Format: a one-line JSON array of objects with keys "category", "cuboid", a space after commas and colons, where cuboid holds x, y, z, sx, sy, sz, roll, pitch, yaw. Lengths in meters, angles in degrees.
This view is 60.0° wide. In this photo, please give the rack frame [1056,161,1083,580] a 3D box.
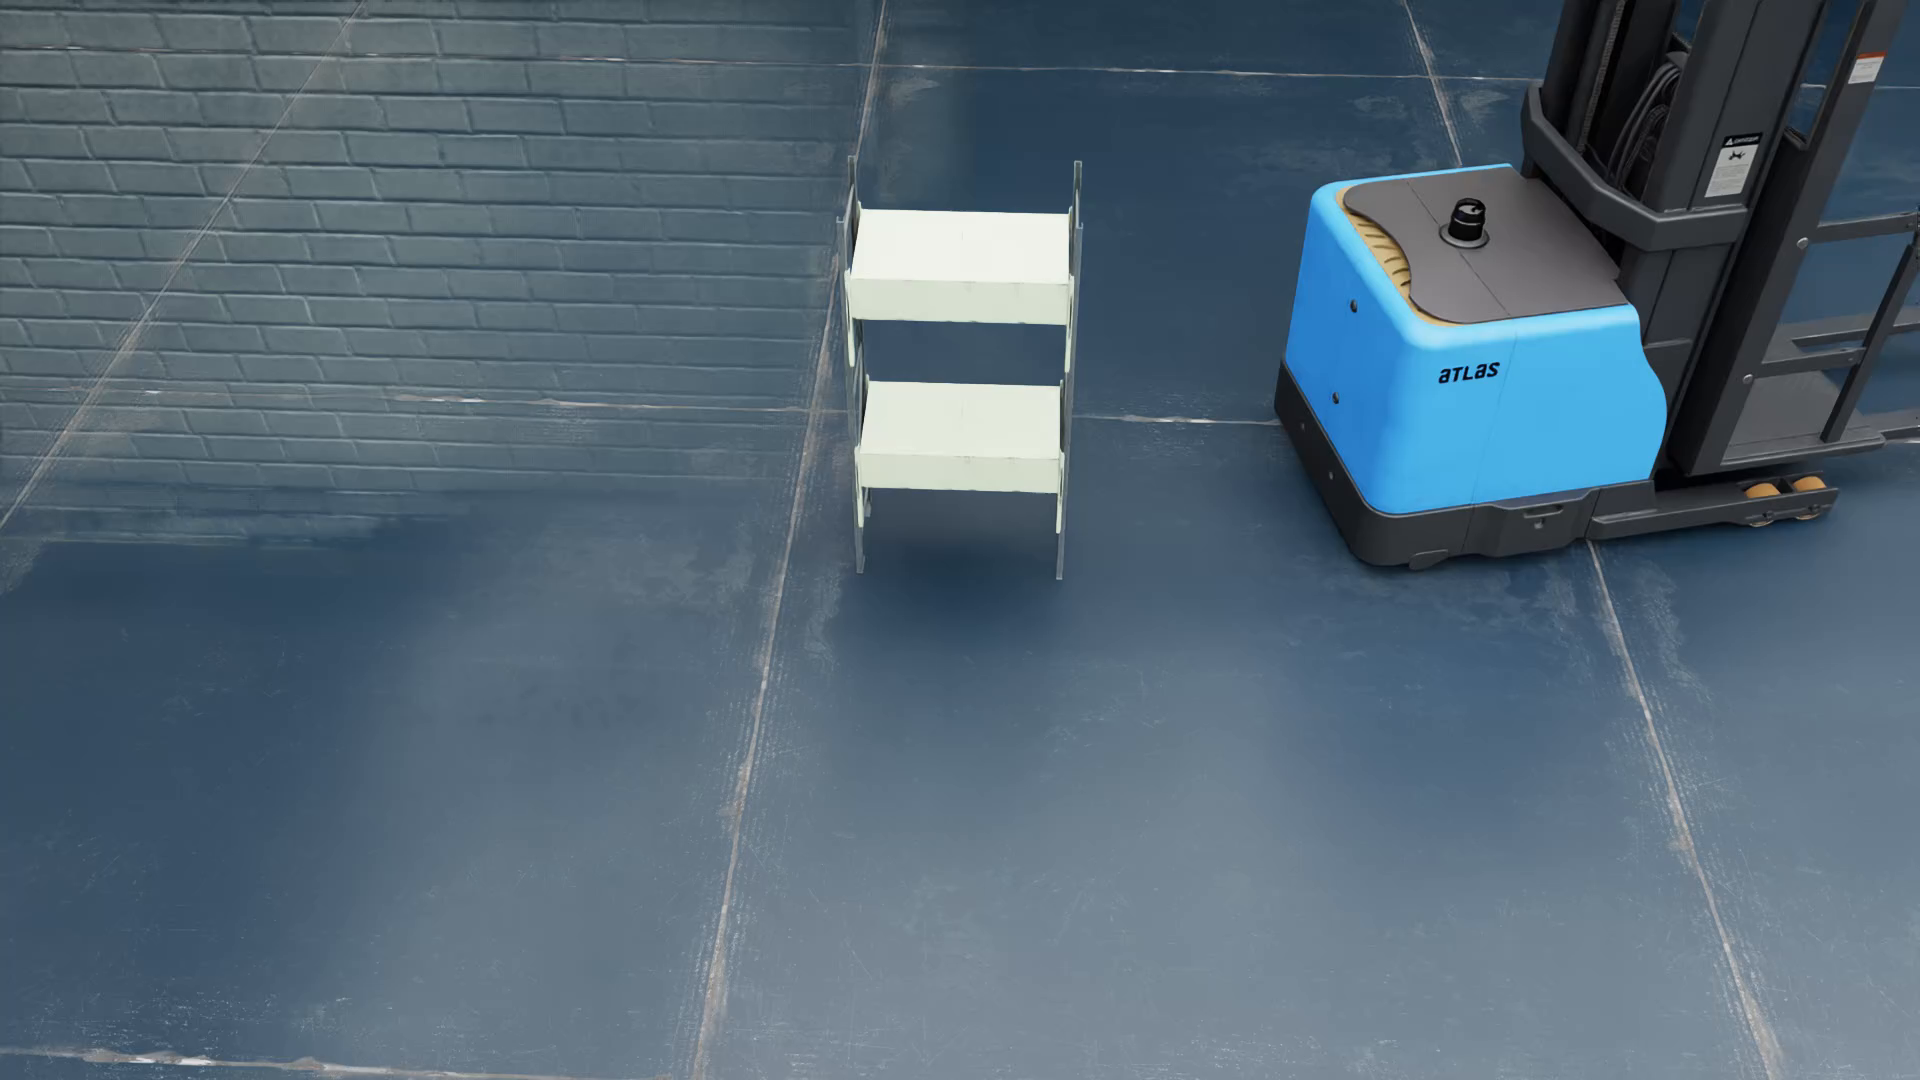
[{"category": "rack frame", "cuboid": [0.372, -0.537, 5.727, 0.023, 1.500, 0.400, 2, 43, 2]}]

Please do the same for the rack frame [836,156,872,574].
[{"category": "rack frame", "cuboid": [-0.359, -0.560, 5.751, 0.023, 1.500, 0.400, 2, 43, 2]}]

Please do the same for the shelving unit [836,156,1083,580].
[{"category": "shelving unit", "cuboid": [0.007, -0.549, 5.739, 0.755, 1.500, 0.431, 2, 43, 2]}]

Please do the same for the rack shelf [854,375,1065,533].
[{"category": "rack shelf", "cuboid": [0.007, -0.310, 5.961, 0.720, 0.370, 0.431, 2, 43, 2]}]

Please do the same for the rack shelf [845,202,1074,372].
[{"category": "rack shelf", "cuboid": [0.007, -0.834, 5.473, 0.720, 0.370, 0.431, 2, 43, 2]}]

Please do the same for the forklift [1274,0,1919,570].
[{"category": "forklift", "cuboid": [2.838, -1.470, 5.677, 3.031, 2.935, 1.130, -8, 44, -8]}]
